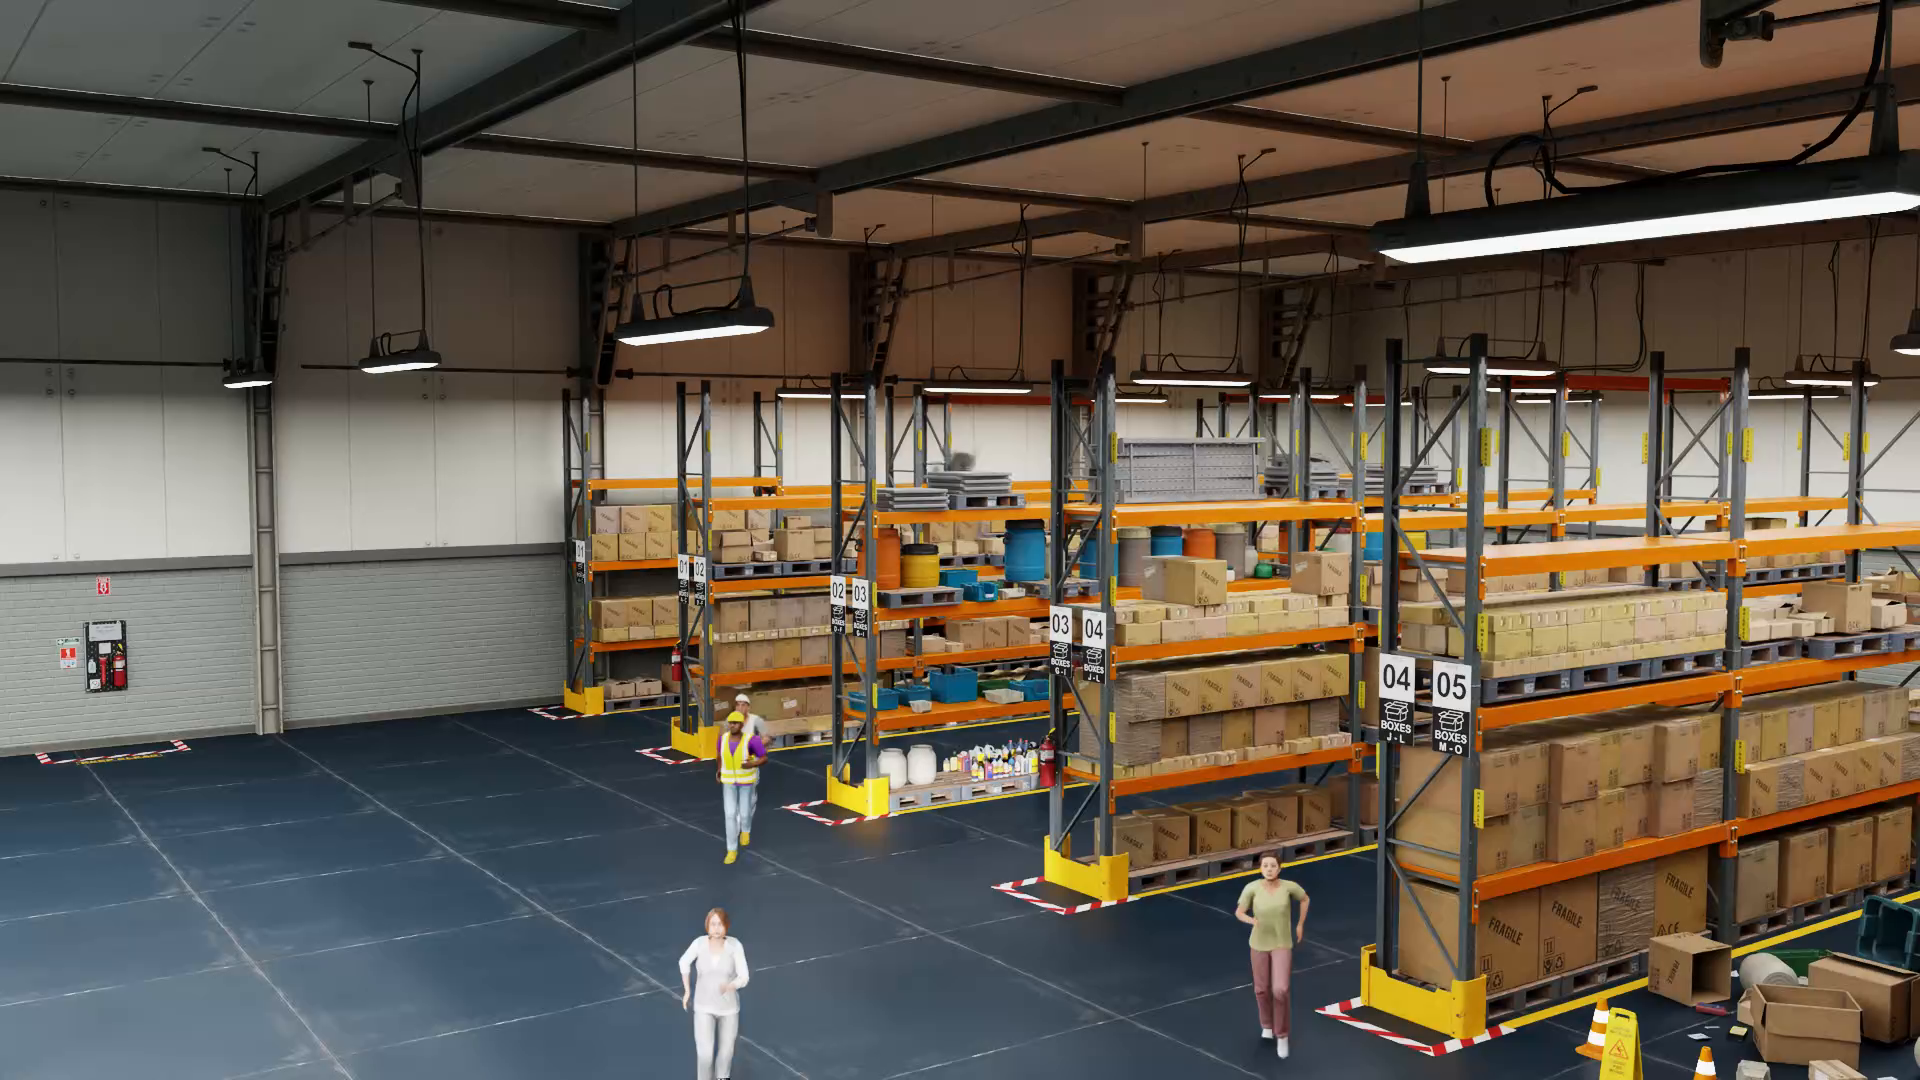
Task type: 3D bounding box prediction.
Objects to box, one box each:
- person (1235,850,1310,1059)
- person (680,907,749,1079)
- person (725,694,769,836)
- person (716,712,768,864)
[{"bbox_3d":[2.595,3.438,13.910,0.585,1.685,0.682,1,4,18],"label":"person"},{"bbox_3d":[-1.844,3.559,12.509,0.505,1.597,0.667,-1,4,-11],"label":"person"},{"bbox_3d":[-2.774,2.892,21.602,0.614,1.824,0.846,0,4,1],"label":"person"},{"bbox_3d":[-2.682,2.973,20.315,0.681,1.782,0.916,0,4,4],"label":"person"}]
